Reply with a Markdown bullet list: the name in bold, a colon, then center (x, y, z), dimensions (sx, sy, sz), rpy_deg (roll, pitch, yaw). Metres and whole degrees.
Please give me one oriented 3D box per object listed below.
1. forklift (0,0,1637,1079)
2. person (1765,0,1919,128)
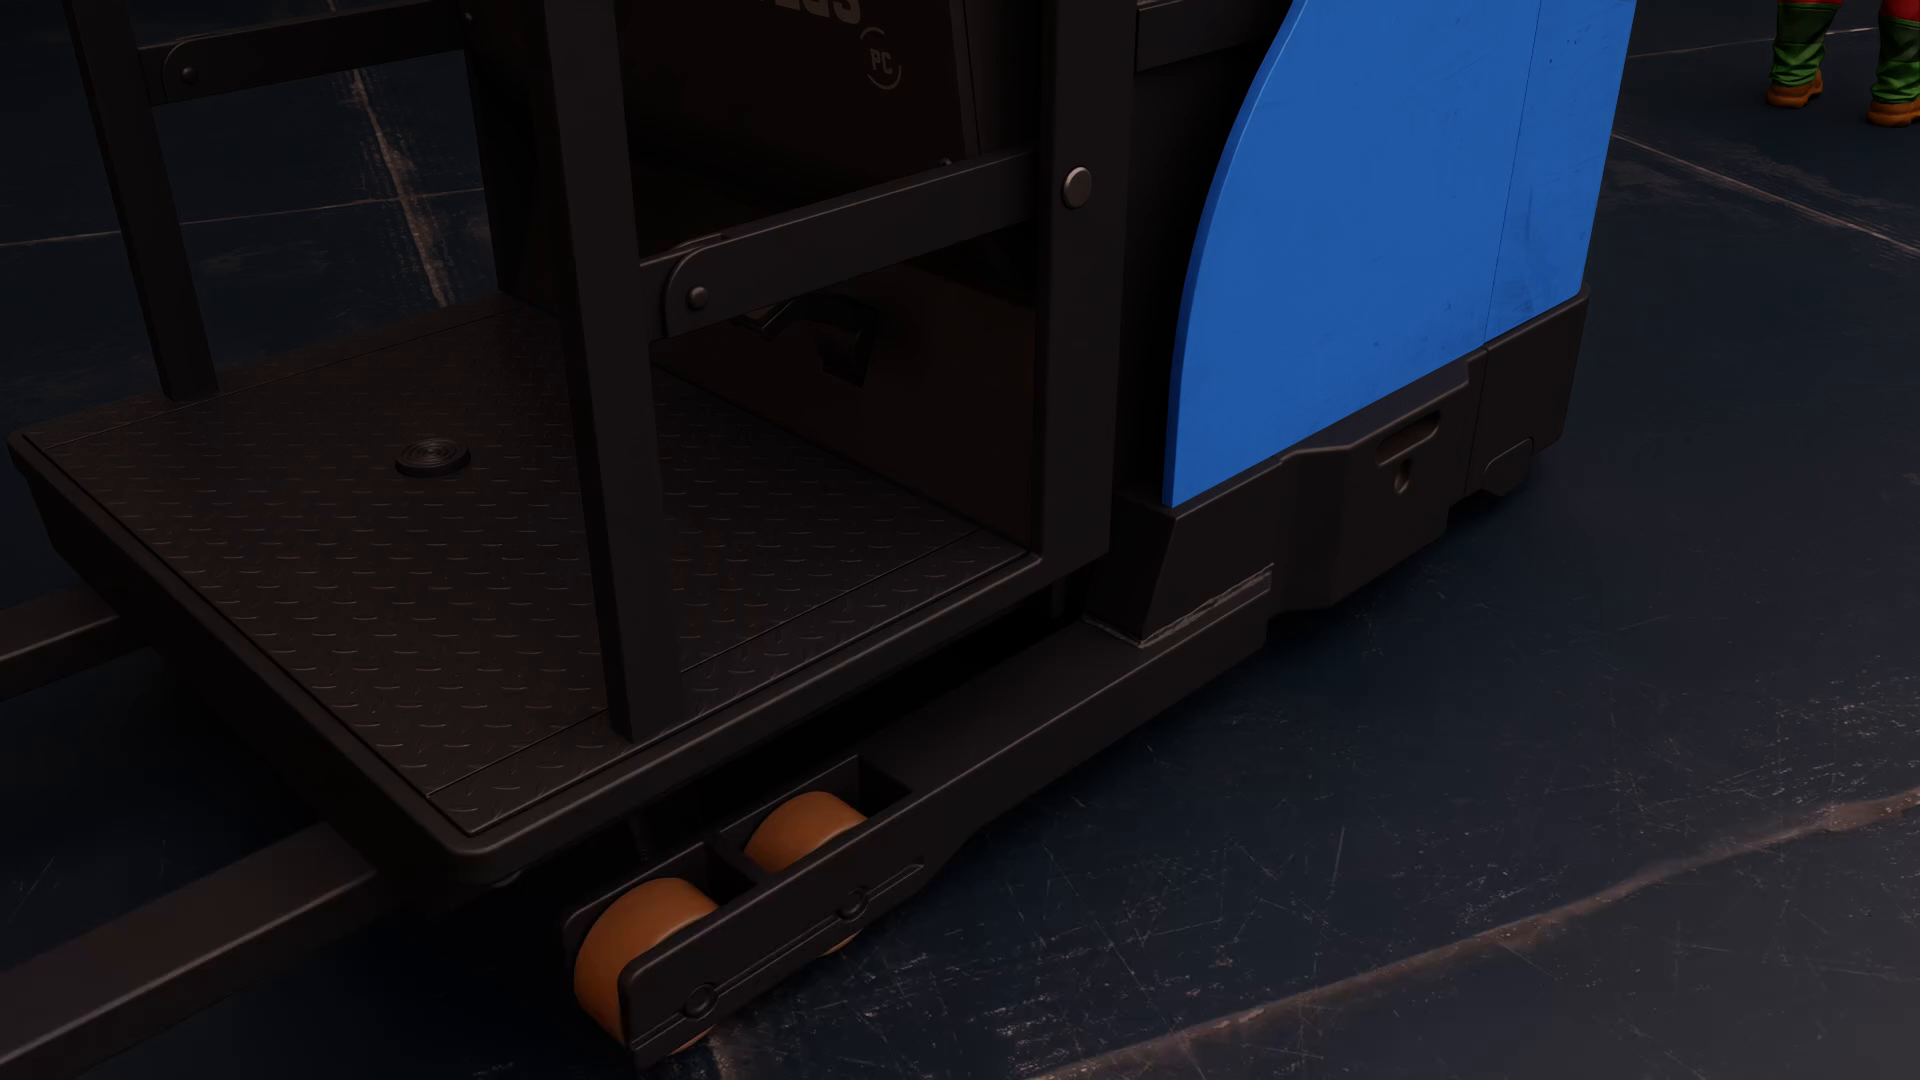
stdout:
- **forklift**: center (-0.435, -1.063, 1.405), dimensions (3.031, 2.935, 1.130), rpy_deg (-26, 39, -37)
- **person**: center (2.414, -1.976, 4.177), dimensions (0.611, 1.778, 0.451), rpy_deg (25, 38, 37)
